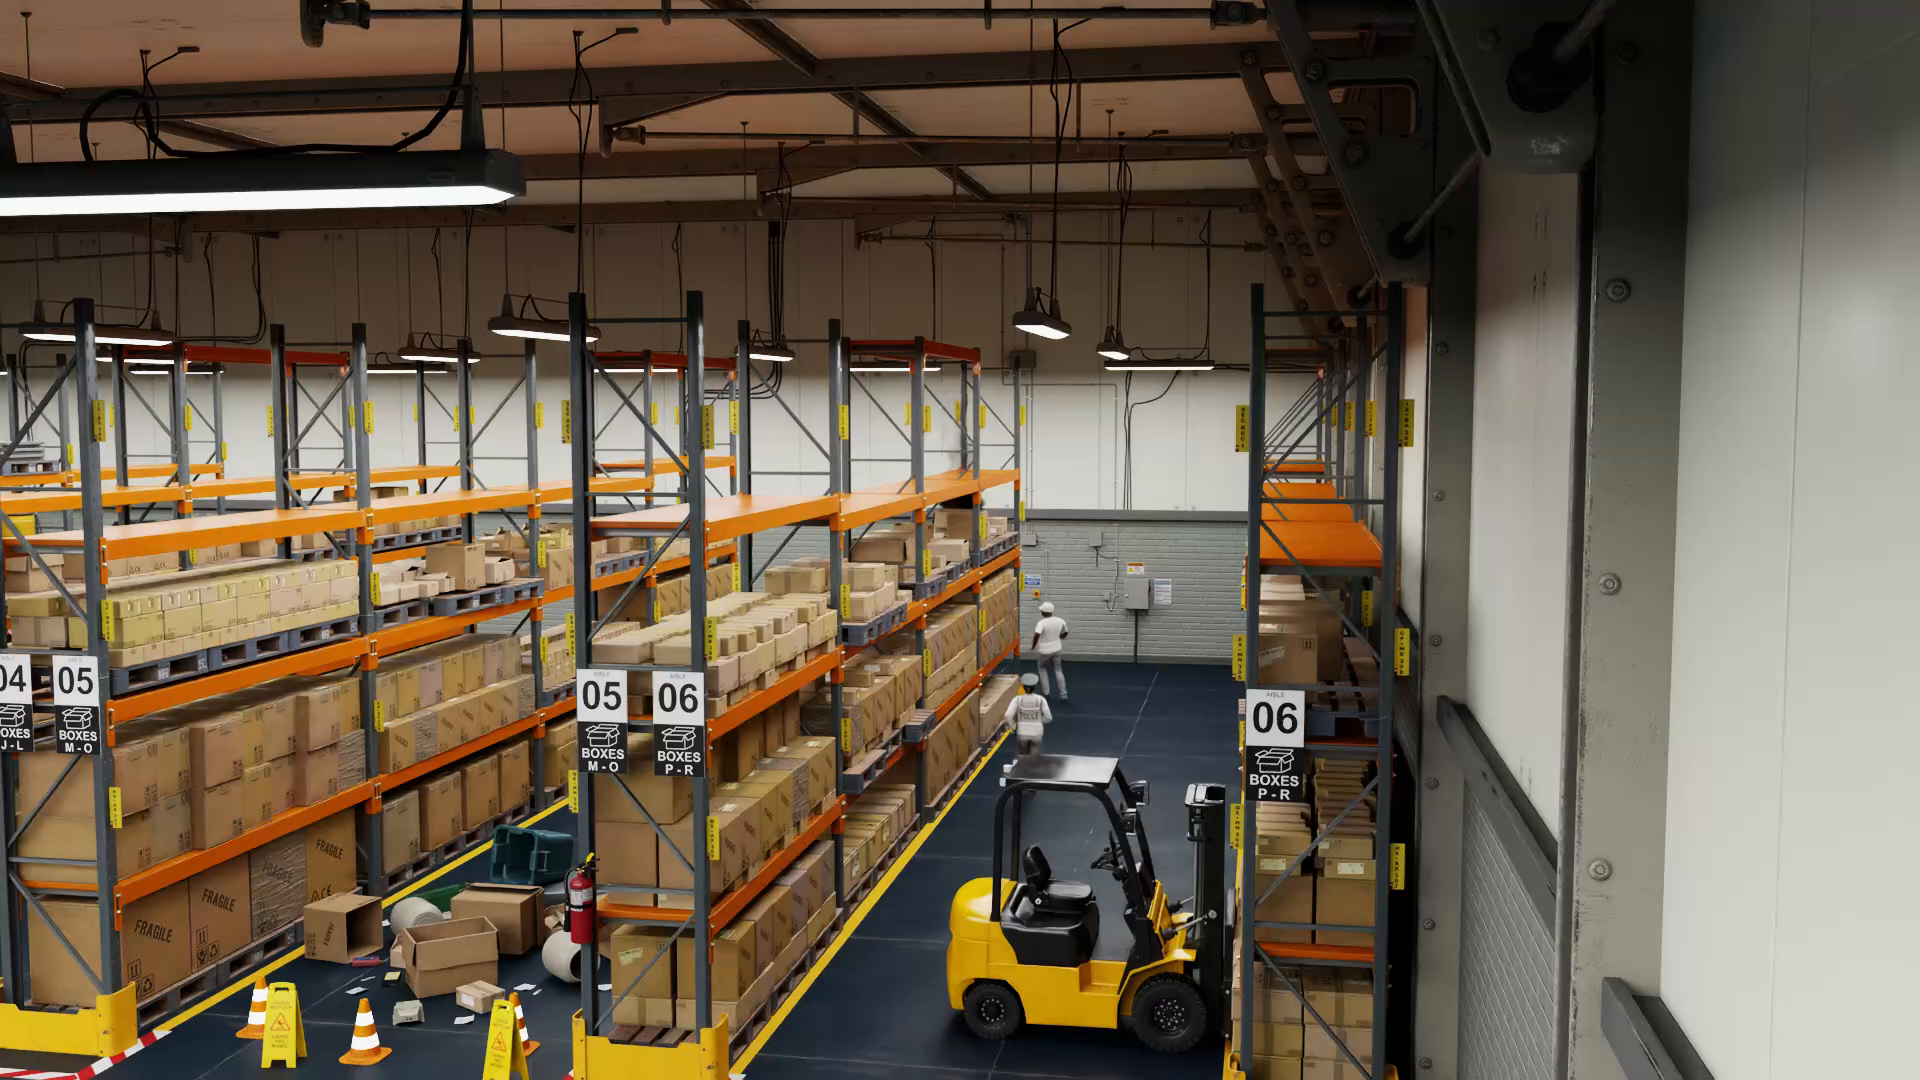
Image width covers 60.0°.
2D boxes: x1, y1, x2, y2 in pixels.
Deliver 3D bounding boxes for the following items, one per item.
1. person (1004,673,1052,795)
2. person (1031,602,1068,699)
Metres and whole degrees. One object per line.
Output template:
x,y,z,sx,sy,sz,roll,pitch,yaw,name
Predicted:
0.899,2.600,21.832,0.627,1.698,0.761,0,5,5,person
1.532,1.971,29.123,0.759,1.782,0.740,-2,5,-20,person
